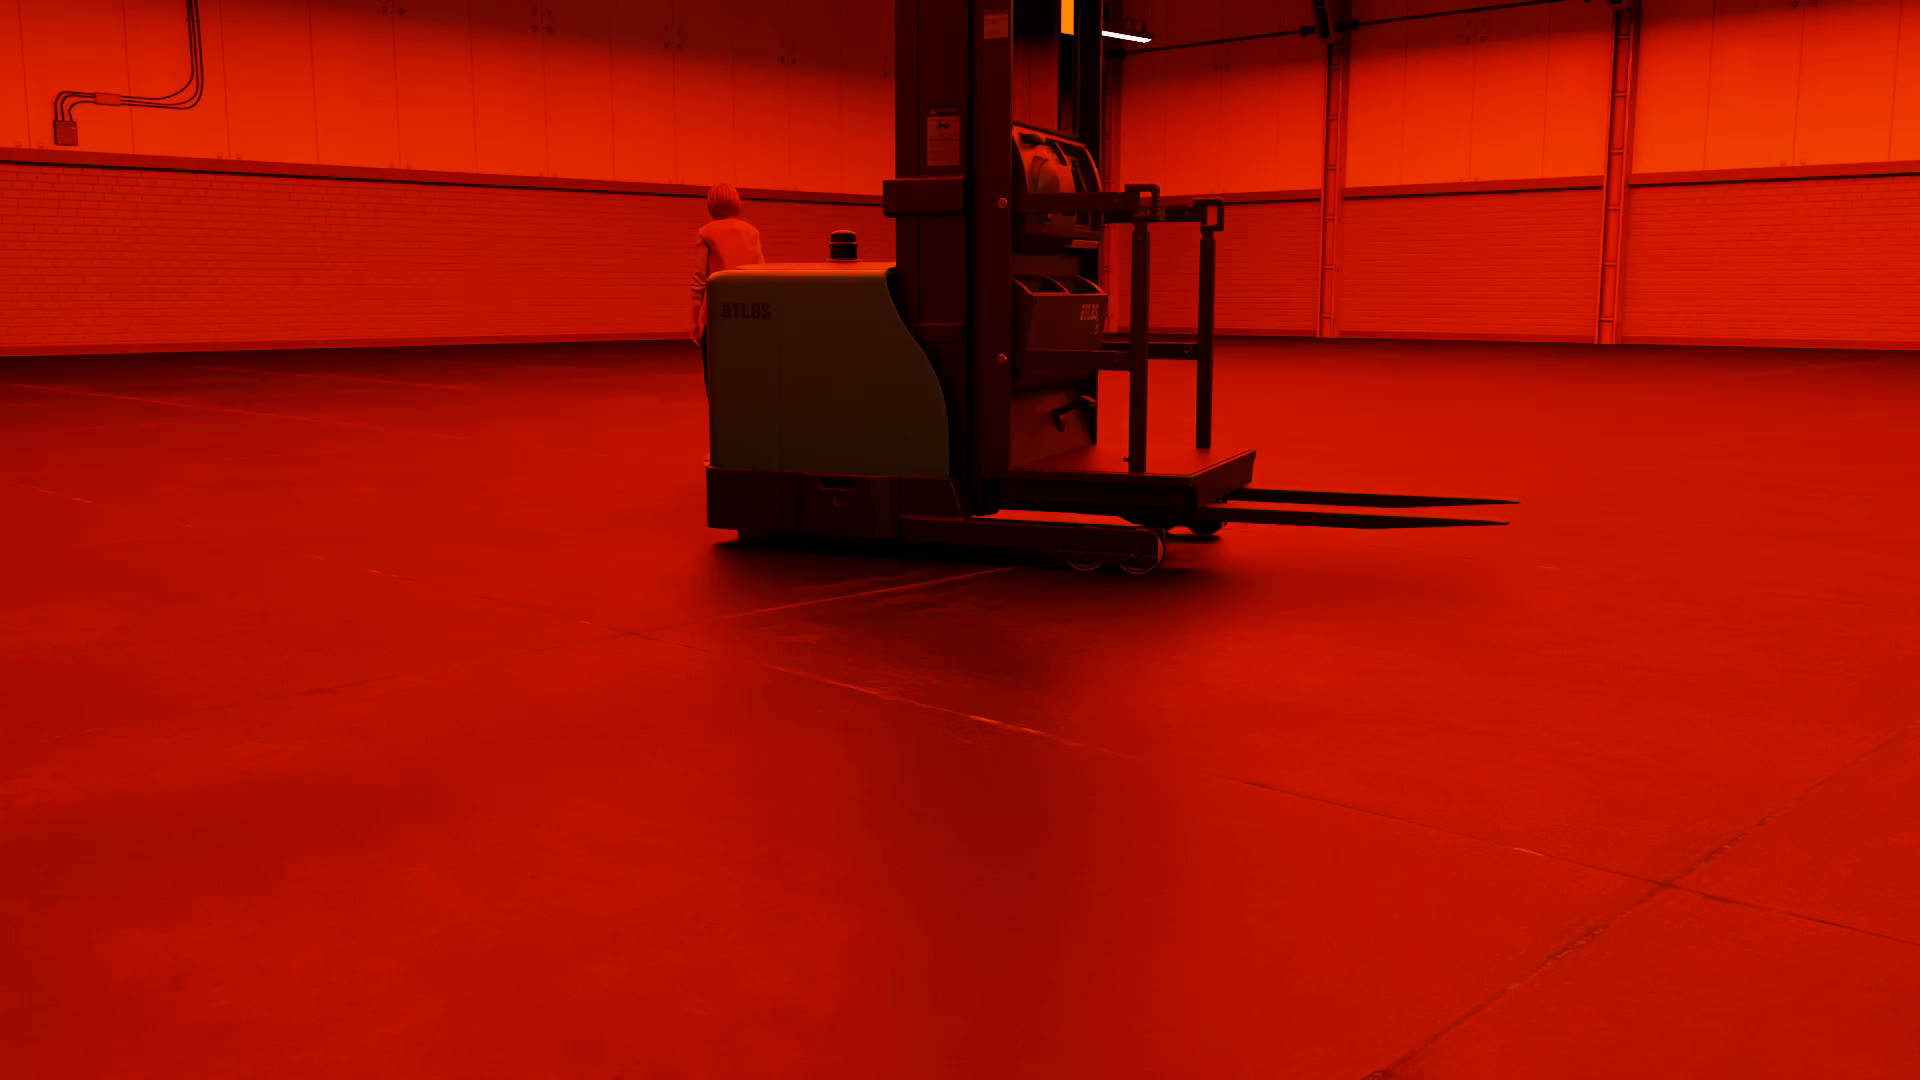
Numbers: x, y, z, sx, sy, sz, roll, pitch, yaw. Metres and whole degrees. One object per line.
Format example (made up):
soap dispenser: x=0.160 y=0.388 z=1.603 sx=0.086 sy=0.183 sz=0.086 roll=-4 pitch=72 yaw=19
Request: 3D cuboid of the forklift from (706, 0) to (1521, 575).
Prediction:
forklift: x=0.565 y=-1.416 z=6.275 sx=3.031 sy=2.935 sz=1.130 roll=3 pitch=9 yaw=22

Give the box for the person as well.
person: x=-1.286 y=-1.206 z=9.383 sx=0.478 sy=1.593 sz=0.346 roll=-4 pitch=9 yaw=-24
